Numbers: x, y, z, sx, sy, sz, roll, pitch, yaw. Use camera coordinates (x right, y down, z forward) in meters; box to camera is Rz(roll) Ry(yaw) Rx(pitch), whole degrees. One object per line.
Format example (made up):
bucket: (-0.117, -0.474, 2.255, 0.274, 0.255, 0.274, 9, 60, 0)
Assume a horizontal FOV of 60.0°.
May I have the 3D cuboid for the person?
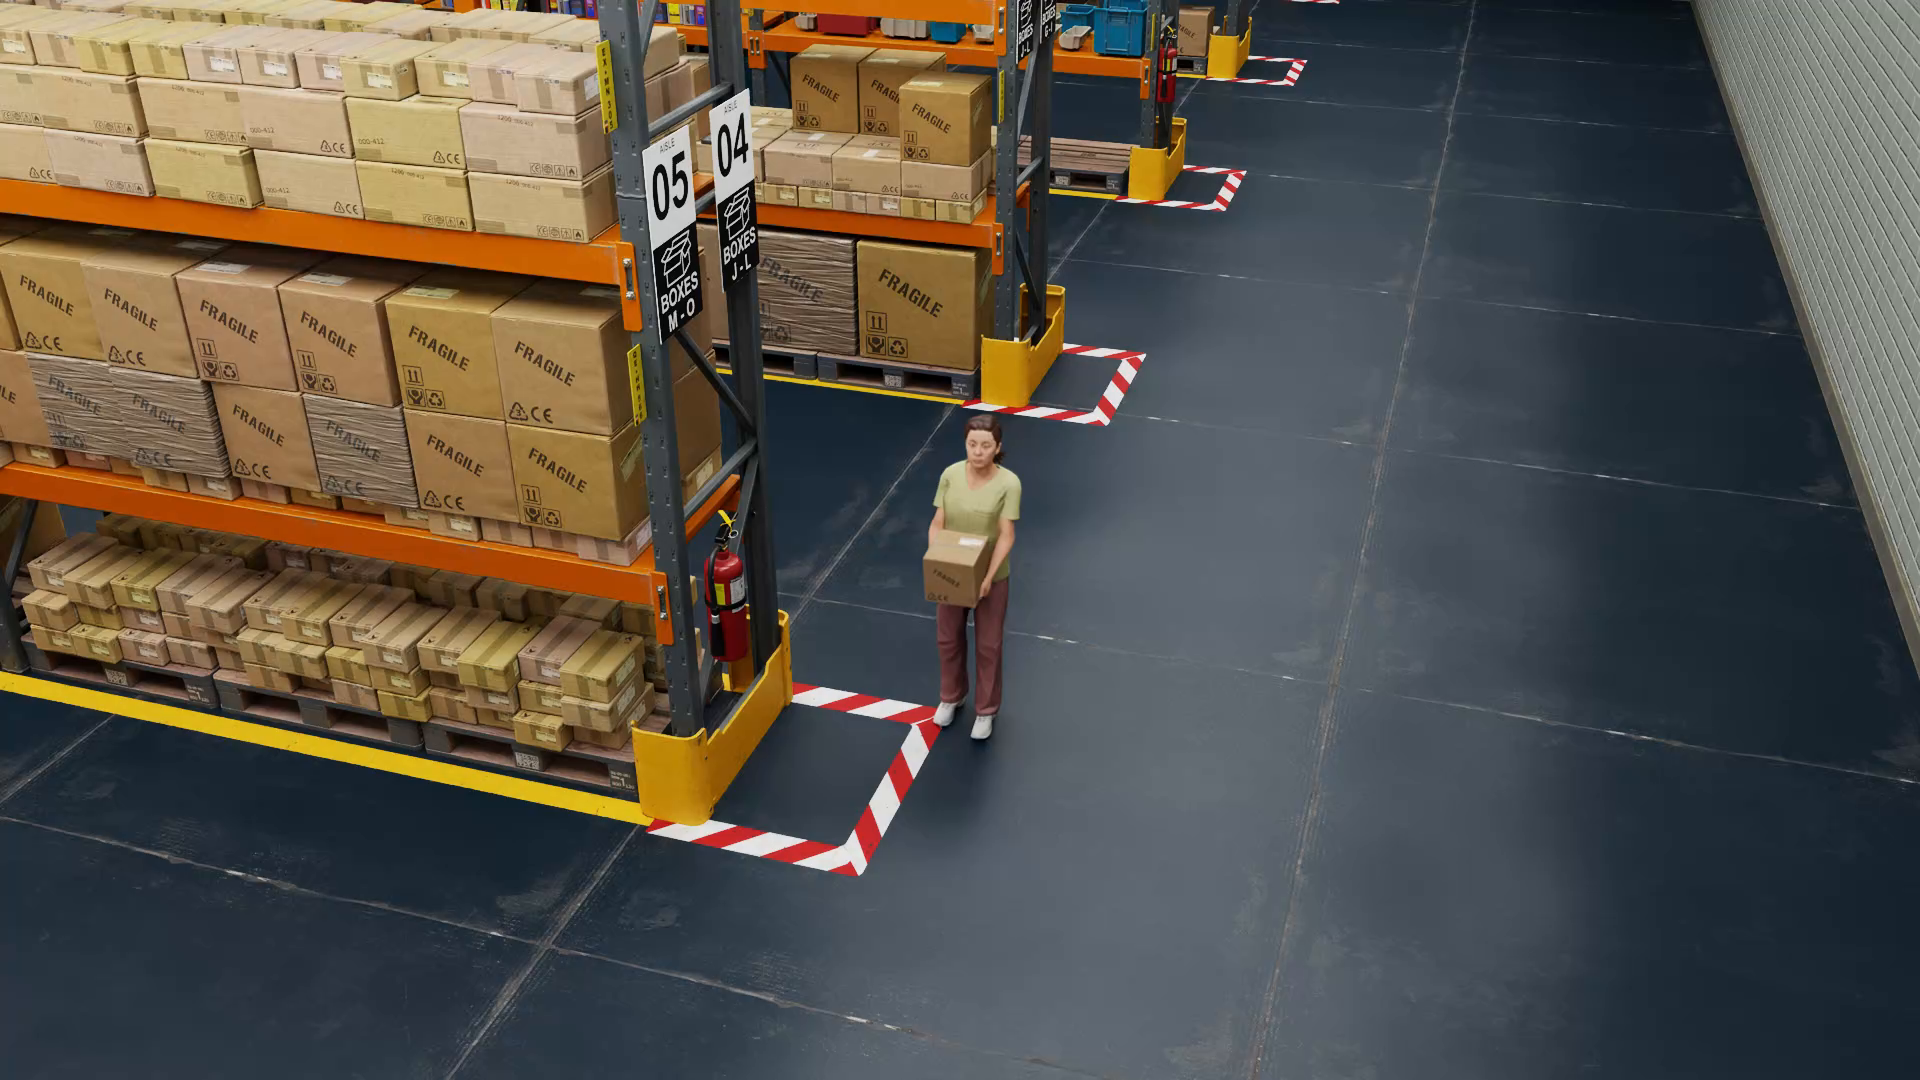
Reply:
person: (0.060, 0.199, 8.154, 0.433, 1.666, 0.549, 9, 31, 15)
